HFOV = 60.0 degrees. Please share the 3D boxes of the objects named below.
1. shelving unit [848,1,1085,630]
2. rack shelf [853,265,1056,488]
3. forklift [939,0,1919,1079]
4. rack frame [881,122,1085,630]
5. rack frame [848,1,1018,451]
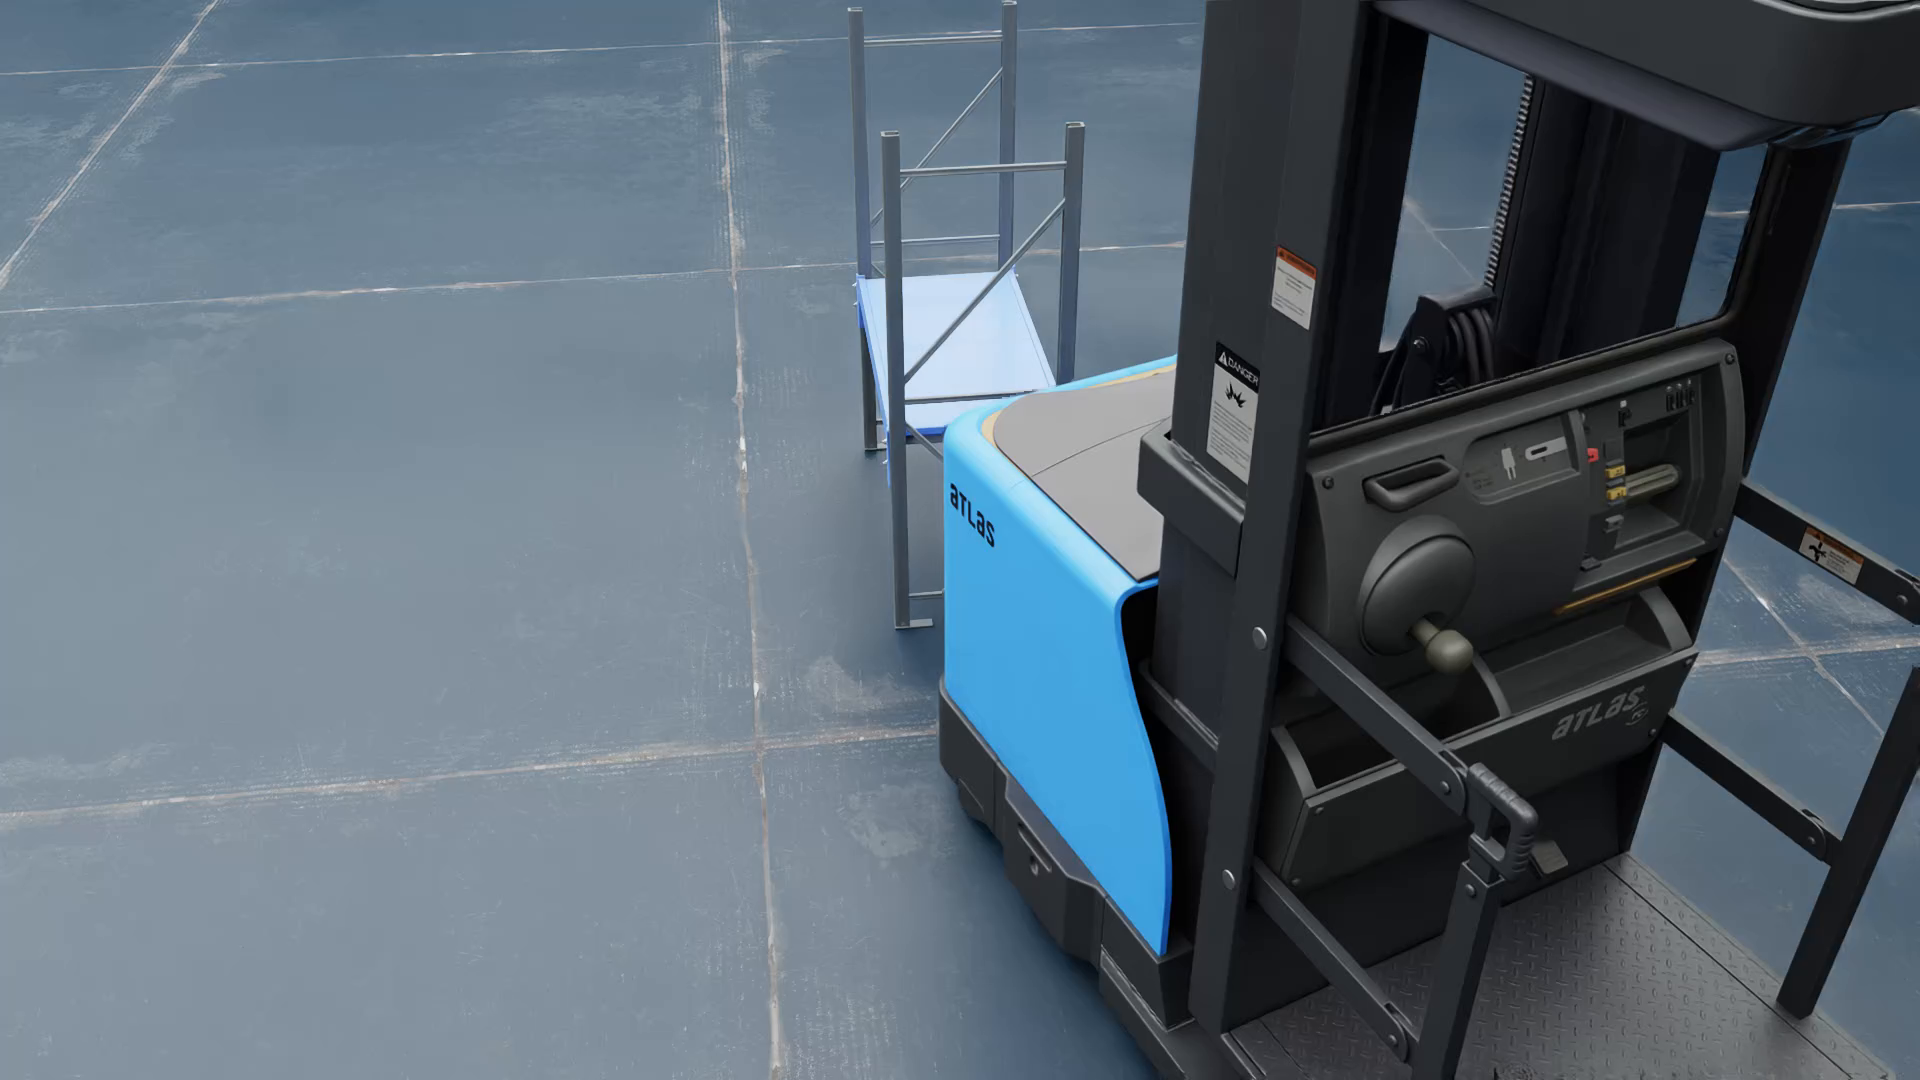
[{"bbox_3d":[-0.011,-0.667,4.897,0.538,1.500,1.048,-4,35,-6],"label":"shelving unit"},{"bbox_3d":[-0.011,-0.519,4.999,0.538,0.185,1.000,-4,35,-6],"label":"rack shelf"},{"bbox_3d":[1.074,0.001,2.646,1.130,2.935,3.031,-16,38,-22],"label":"forklift"},{"bbox_3d":[0.057,-0.384,4.481,0.500,1.500,0.032,-4,35,-6],"label":"rack frame"},{"bbox_3d":[-0.080,-0.951,5.314,0.500,1.500,0.032,-4,35,-6],"label":"rack frame"}]
